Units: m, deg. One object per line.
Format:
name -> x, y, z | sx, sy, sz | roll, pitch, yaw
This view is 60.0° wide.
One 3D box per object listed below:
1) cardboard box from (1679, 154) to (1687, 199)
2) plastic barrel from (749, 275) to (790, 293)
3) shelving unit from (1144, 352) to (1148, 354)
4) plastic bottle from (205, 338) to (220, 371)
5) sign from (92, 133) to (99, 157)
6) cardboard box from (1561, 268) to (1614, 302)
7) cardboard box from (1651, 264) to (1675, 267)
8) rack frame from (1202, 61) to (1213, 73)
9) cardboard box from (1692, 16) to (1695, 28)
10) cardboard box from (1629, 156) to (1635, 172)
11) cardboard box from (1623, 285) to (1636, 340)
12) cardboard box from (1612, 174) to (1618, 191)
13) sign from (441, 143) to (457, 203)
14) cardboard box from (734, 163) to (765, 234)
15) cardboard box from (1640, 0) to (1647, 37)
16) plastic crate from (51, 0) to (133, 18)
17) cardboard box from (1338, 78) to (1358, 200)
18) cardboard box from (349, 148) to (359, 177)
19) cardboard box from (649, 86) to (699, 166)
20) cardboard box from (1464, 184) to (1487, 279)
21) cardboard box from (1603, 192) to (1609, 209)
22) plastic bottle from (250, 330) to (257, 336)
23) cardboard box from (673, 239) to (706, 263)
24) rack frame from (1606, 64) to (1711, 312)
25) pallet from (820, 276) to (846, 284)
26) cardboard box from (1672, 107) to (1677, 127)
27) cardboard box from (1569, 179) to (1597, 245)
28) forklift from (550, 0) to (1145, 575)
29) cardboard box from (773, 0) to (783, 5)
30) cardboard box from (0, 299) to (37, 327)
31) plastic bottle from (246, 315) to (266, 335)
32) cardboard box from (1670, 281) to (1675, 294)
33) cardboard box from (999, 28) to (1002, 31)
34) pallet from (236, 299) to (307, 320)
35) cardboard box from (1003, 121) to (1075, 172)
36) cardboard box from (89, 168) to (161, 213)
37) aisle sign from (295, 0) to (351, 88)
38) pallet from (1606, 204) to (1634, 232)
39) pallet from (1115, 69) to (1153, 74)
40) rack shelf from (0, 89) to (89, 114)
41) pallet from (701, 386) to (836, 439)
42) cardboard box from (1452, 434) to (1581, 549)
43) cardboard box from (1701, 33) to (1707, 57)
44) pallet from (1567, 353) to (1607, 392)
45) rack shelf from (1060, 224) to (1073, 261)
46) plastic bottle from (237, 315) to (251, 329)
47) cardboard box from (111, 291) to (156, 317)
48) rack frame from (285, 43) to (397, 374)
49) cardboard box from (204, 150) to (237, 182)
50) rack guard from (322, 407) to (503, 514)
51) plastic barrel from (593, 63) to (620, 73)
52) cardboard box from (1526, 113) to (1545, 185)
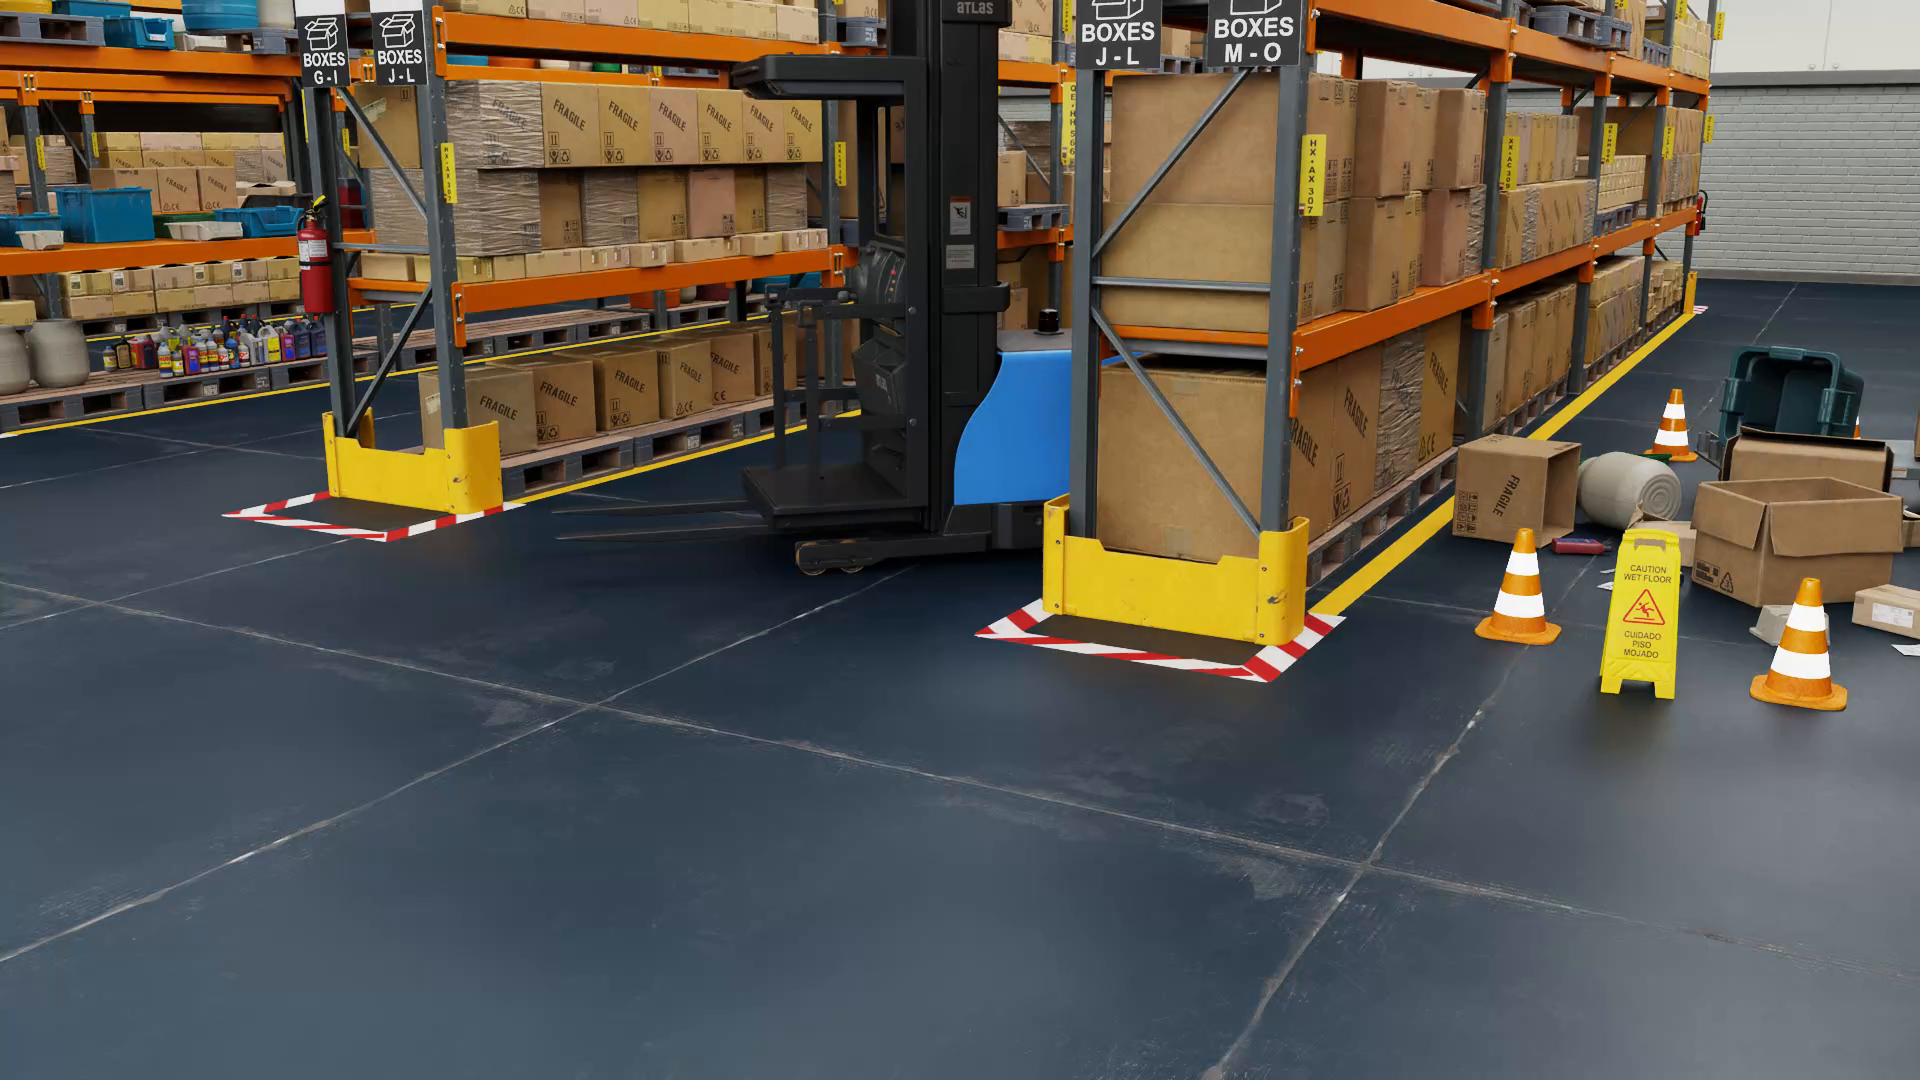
cardboard box -> 7.969, -4.147, 18.986 | 0.500, 0.500, 0.500 | 8, 16, 31
plastic barrel -> -2.482, -3.639, 21.308 | 0.600, 0.901, 0.708 | 7, 15, 28
shelving unit -> 1.165, -0.829, 10.072 | 0.538, 1.125, 1.048 | 4, 14, 14
plastic bottle -> -6.299, -1.563, 13.998 | 0.097, 0.271, 0.097 | 0, 14, 0
sign -> -11.988, -5.476, 23.047 | 0.100, 0.325, 0.005 | 7, 15, 28
cardboard box -> 5.624, -2.317, 15.080 | 0.500, 0.250, 0.500 | 7, 15, 27
cardboard box -> 8.300, -3.198, 19.816 | 0.380, 0.149, 0.250 | 7, 15, 26
rack frame -> 2.474, -4.148, 19.841 | 1.000, 3.000, 0.127 | 7, 15, 28
cardboard box -> 8.034, -5.794, 18.668 | 0.380, 0.149, 0.250 | 7, 15, 26
cardboard box -> 6.361, -3.671, 16.229 | 0.380, 0.149, 0.250 | 7, 15, 28
cardboard box -> 6.381, -2.269, 16.483 | 0.500, 0.500, 0.500 | 7, 15, 27
cardboard box -> 5.864, -3.312, 15.379 | 0.380, 0.149, 0.250 | 7, 15, 28
sign -> -2.852, -2.046, 9.272 | 0.100, 0.325, 0.005 | 7, 15, 28
cardboard box -> -1.938, -2.516, 12.223 | 0.875, 0.500, 0.500 | 7, 15, 28
cardboard box -> 6.488, -5.211, 16.740 | 0.700, 0.500, 0.500 | 7, 15, 28
plastic crate -> -7.005, -4.123, 13.371 | 0.392, 0.384, 0.575 | 7, 15, 28
cardboard box -> 1.364, -1.897, 7.877 | 0.875, 0.550, 0.550 | 7, 15, 28
cardboard box -> -7.924, -4.846, 21.623 | 0.700, 0.500, 0.500 | 2, 14, 9
cardboard box -> -2.098, -2.755, 11.082 | 0.500, 0.500, 0.500 | 7, 15, 28
cardboard box -> 2.732, -1.920, 10.279 | 0.875, 0.550, 0.550 | 7, 15, 28
cardboard box -> 5.615, -3.062, 14.974 | 0.380, 0.149, 0.250 | 8, 16, 31
plastic bottle -> -6.139, -1.698, 14.532 | 0.061, 0.283, 0.133 | 7, 15, 28
cardboard box -> -1.978, -2.001, 11.471 | 0.380, 0.149, 0.250 | 7, 15, 28
rack frame -> 8.701, -4.386, 20.828 | 1.000, 3.000, 0.127 | 7, 15, 28
pallet -> -1.540, -3.509, 23.139 | 1.003, 0.211, 1.213 | 7, 15, 28
cardboard box -> 7.436, -4.418, 17.978 | 0.500, 0.500, 0.500 | 7, 15, 26
cardboard box -> 4.851, -2.671, 13.498 | 0.500, 0.500, 0.500 | 7, 15, 28
forklift -> -0.602, -1.385, 8.526 | 3.031, 2.935, 1.130 | -4, 14, -15
cardboard box -> -1.507, -3.942, 12.055 | 0.380, 0.149, 0.250 | 8, 15, 29
cardboard box -> -10.096, -2.378, 17.467 | 0.500, 0.250, 0.500 | 7, 15, 28
plastic bottle -> -6.356, -1.859, 15.060 | 0.144, 0.351, 0.185 | 7, 15, 28
cardboard box -> 8.207, -2.994, 19.605 | 0.380, 0.149, 0.250 | 8, 16, 29
cardboard box -> 0.038, -4.745, 14.636 | 0.500, 0.500, 0.500 | 8, 16, 29
pallet -> -8.562, -2.931, 20.740 | 1.003, 0.211, 1.213 | 7, 15, 28
cardboard box -> 0.908, -4.012, 16.922 | 0.797, 0.503, 0.637 | 8, 16, 30
cardboard box -> -9.423, -3.943, 18.774 | 0.500, 0.500, 0.500 | 9, 16, 32
aisle sign -> -3.620, -2.972, 9.412 | 0.394, 0.787, 0.004 | 7, 15, 28
pallet -> 5.754, -3.063, 15.746 | 1.003, 0.211, 1.213 | 7, 15, 28
pallet -> 1.343, -5.062, 17.633 | 1.003, 0.211, 1.213 | 8, 16, 31
rack shelf -> -13.435, -5.710, 21.451 | 1.077, 0.370, 4.000 | 7, 15, 28
pallet -> -1.687, -1.010, 12.771 | 1.003, 0.211, 1.213 | 7, 15, 28
cardboard box -> 3.048, -0.276, 9.105 | 0.500, 0.500, 0.500 | 11, 17, 38
cardboard box -> 8.455, -5.786, 19.488 | 0.500, 0.250, 0.500 | 7, 15, 27
pallet -> 5.212, -1.550, 15.011 | 1.003, 0.211, 1.213 | 7, 15, 28
rack shelf -> 1.507, -3.388, 18.223 | 1.077, 0.370, 4.000 | 7, 15, 28
plastic bottle -> -6.483, -1.876, 15.127 | 0.144, 0.351, 0.185 | 8, 16, 30
cardboard box -> -9.403, -2.657, 18.626 | 0.500, 0.250, 0.500 | 8, 16, 29
rack frame -> -5.729, -3.068, 15.360 | 1.000, 3.000, 0.127 | 7, 15, 28
cardboard box -> -11.262, -5.601, 24.974 | 0.500, 0.500, 0.500 | 8, 16, 30
rack guard -> -3.290, -0.487, 9.986 | 1.175, 0.500, 0.348 | 7, 15, 28
plastic barrel -> -3.870, -5.215, 18.197 | 0.294, 0.245, 0.294 | 0, 14, 0
cardboard box -> 3.871, -2.874, 12.210 | 0.700, 0.500, 0.500 | 7, 15, 27
